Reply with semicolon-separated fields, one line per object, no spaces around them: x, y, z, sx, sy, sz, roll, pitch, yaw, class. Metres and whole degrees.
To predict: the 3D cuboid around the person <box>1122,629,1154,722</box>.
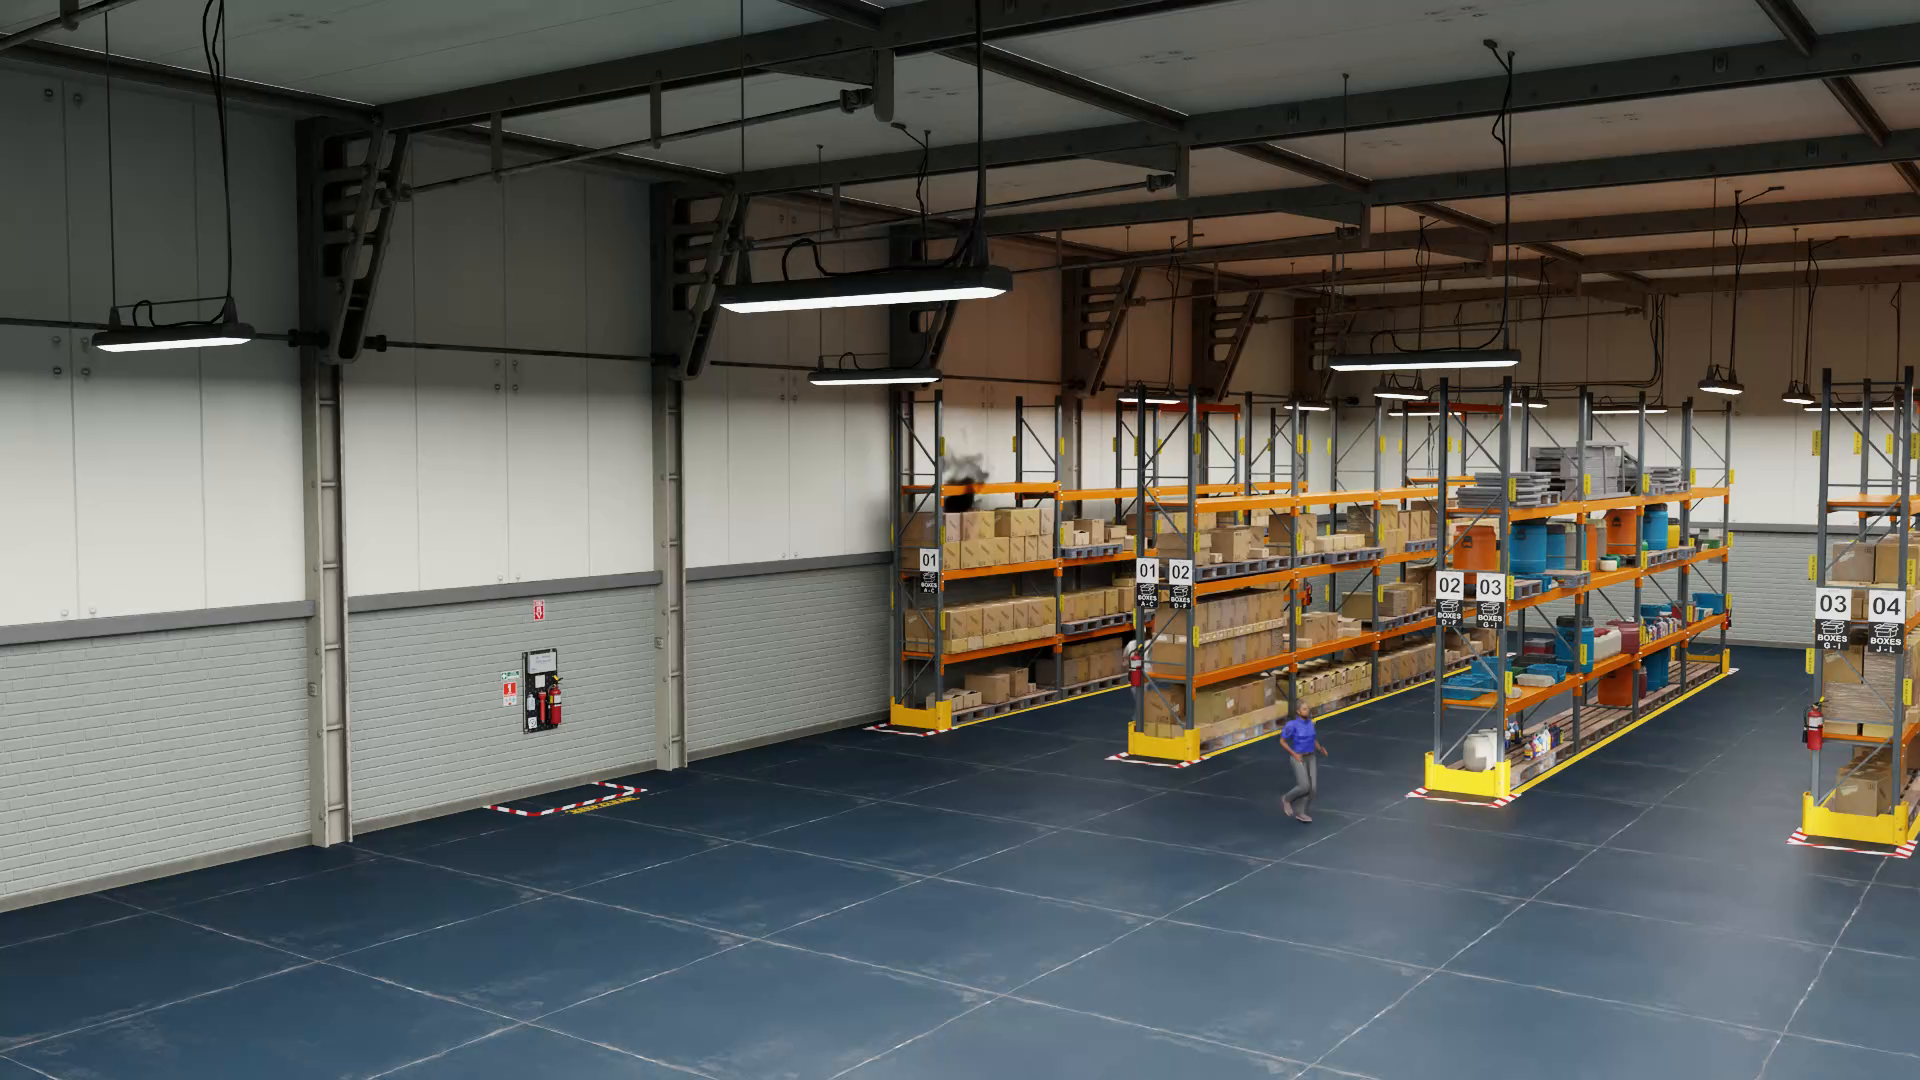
3.203;2.430;29.692;0.690;1.801;0.976;2;4;32;person

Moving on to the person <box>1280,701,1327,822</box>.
4.586;2.948;22.160;0.571;1.607;0.573;-2;4;-31;person
